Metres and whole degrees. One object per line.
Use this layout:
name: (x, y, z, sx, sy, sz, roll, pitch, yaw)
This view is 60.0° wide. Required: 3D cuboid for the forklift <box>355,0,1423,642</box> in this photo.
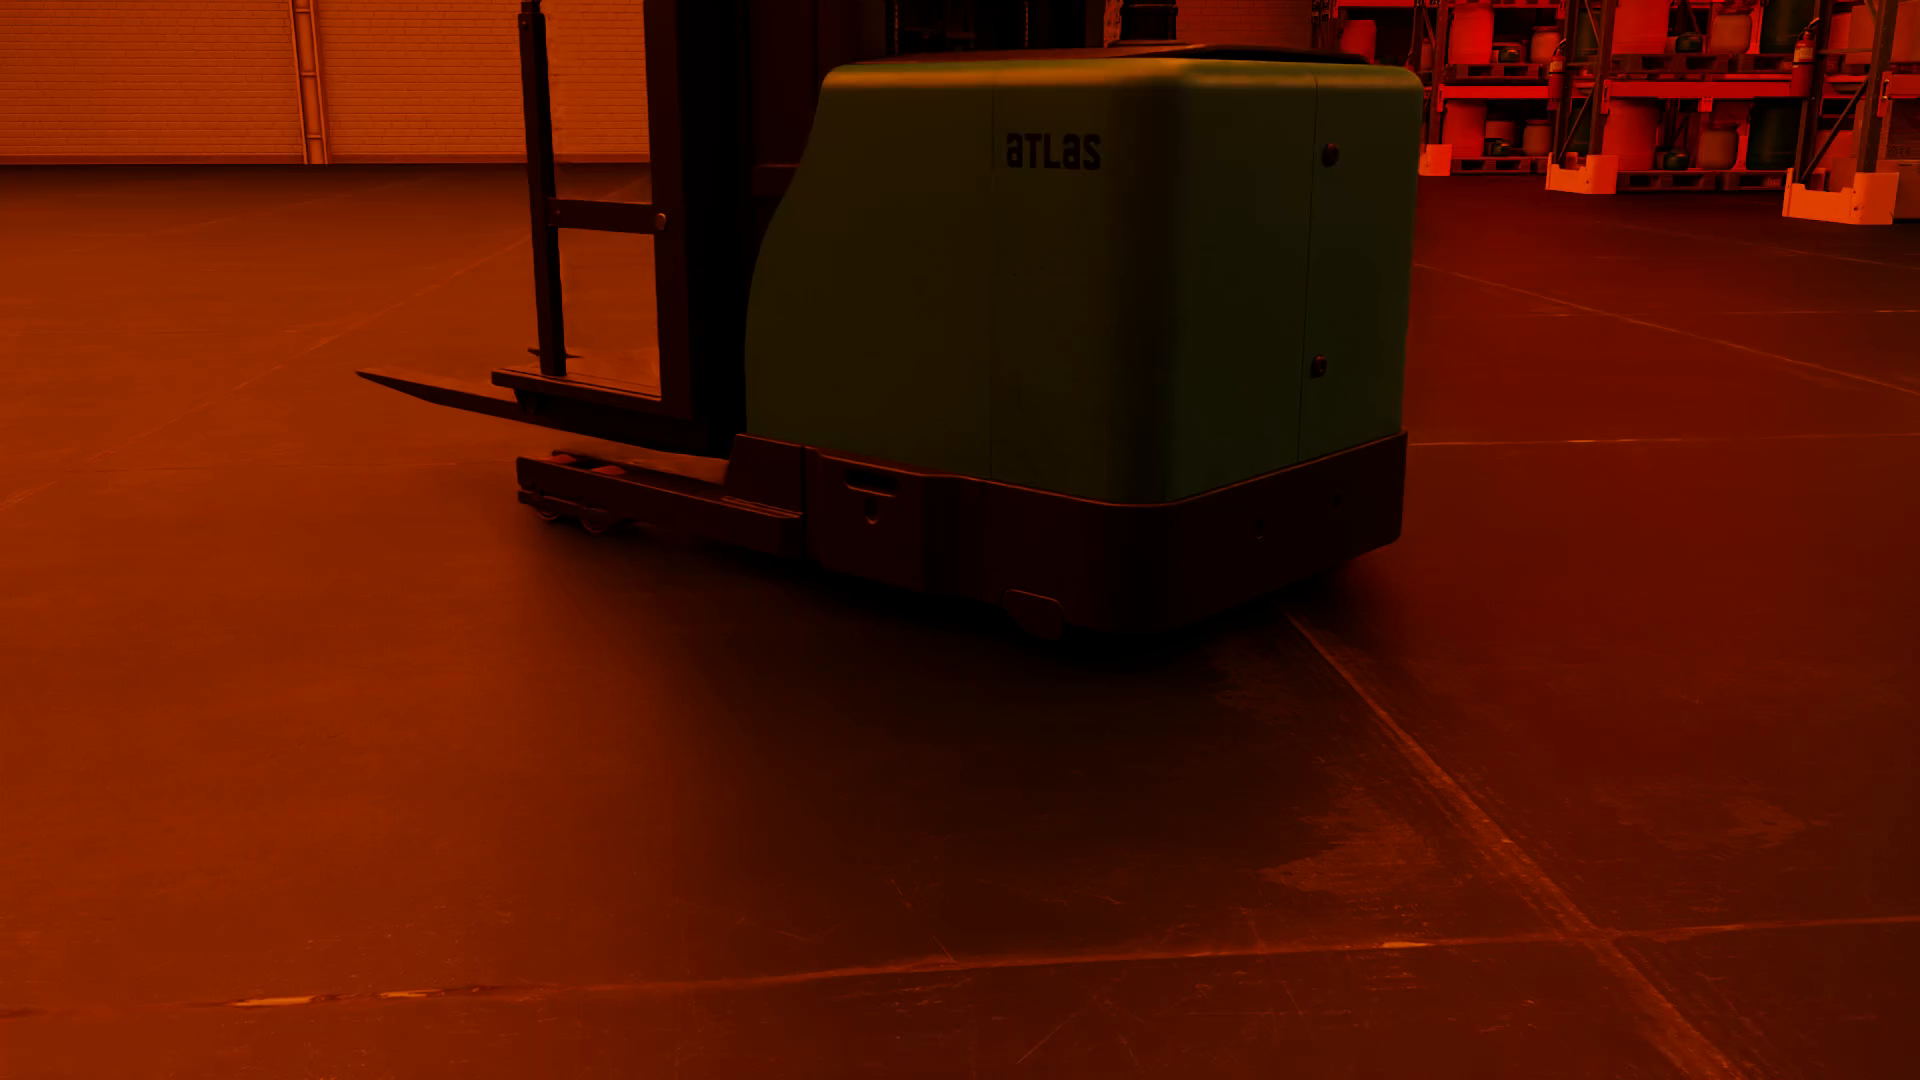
forklift: (-0.462, -1.519, 3.950, 3.031, 2.935, 1.130, 13, 19, 40)
